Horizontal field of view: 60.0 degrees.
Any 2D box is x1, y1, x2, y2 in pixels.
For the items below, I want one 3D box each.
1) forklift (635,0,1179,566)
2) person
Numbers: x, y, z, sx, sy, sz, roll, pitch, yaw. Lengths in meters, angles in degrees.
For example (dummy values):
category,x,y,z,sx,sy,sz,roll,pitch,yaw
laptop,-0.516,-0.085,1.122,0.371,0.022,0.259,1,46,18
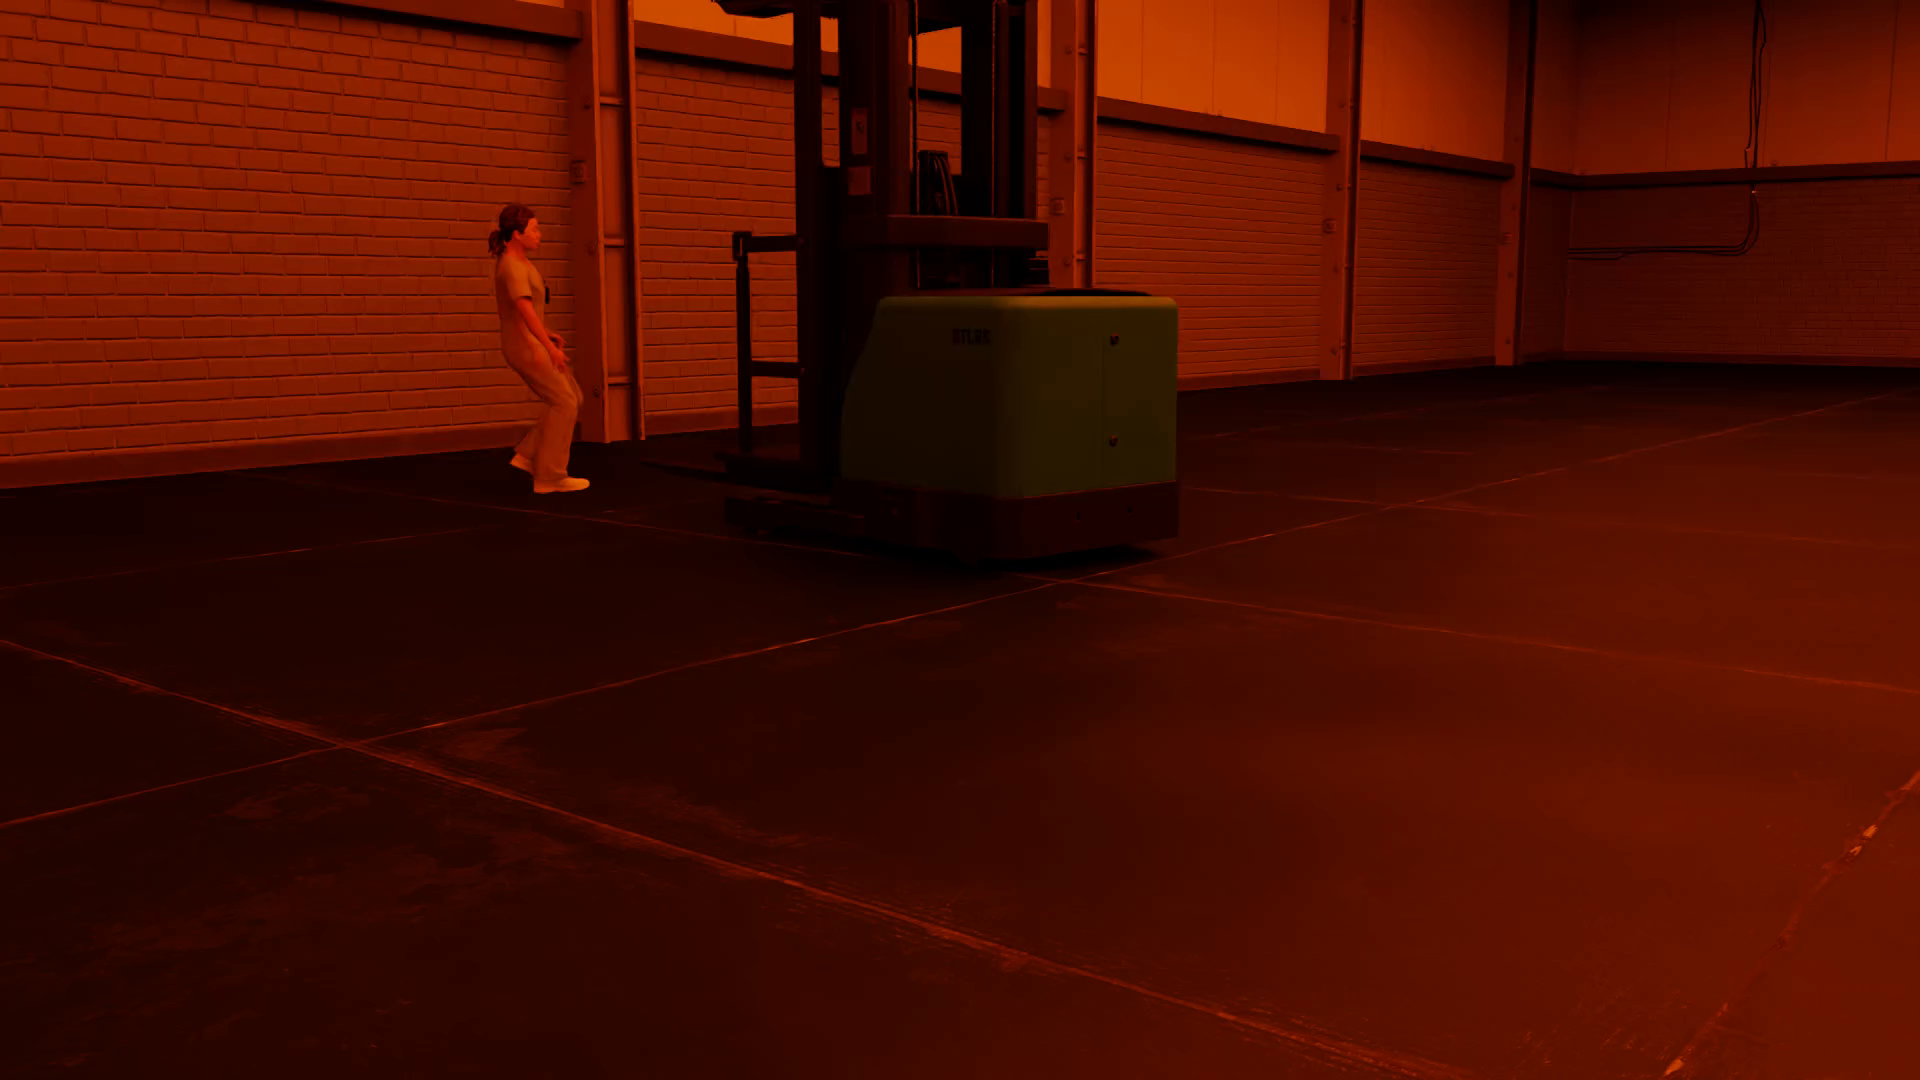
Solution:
category,x,y,z,sx,sy,sz,roll,pitch,yaw
forklift,-0.438,-1.511,7.606,1.130,2.935,3.031,-7,11,-42
person,-2.353,-1.068,9.268,0.522,1.573,0.717,-2,9,-12
